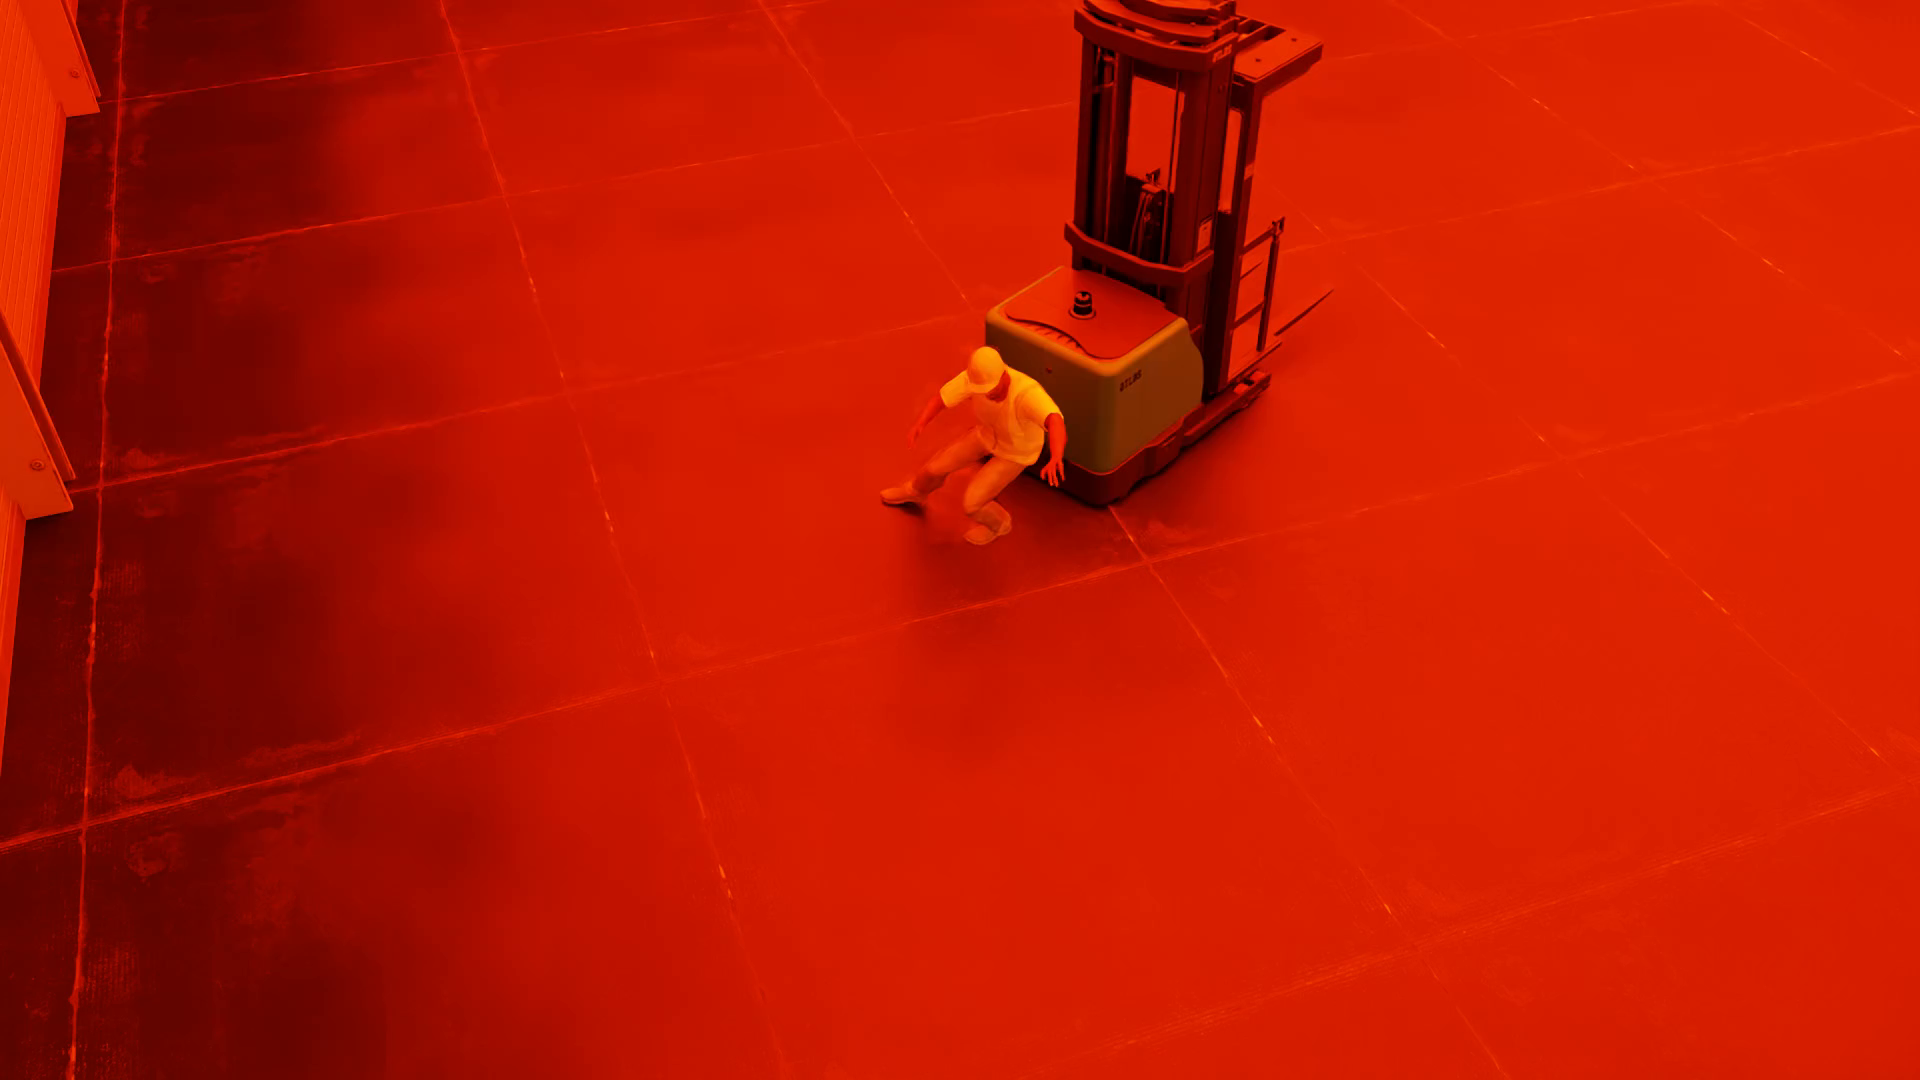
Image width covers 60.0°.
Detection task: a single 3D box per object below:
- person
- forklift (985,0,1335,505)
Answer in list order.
[{"bbox_3d":[0.119,-0.515,9.734,1.576,1.489,0.796,28,47,29],"label":"person"},{"bbox_3d":[1.488,-2.215,10.635,1.130,2.935,3.031,29,48,30],"label":"forklift"}]
